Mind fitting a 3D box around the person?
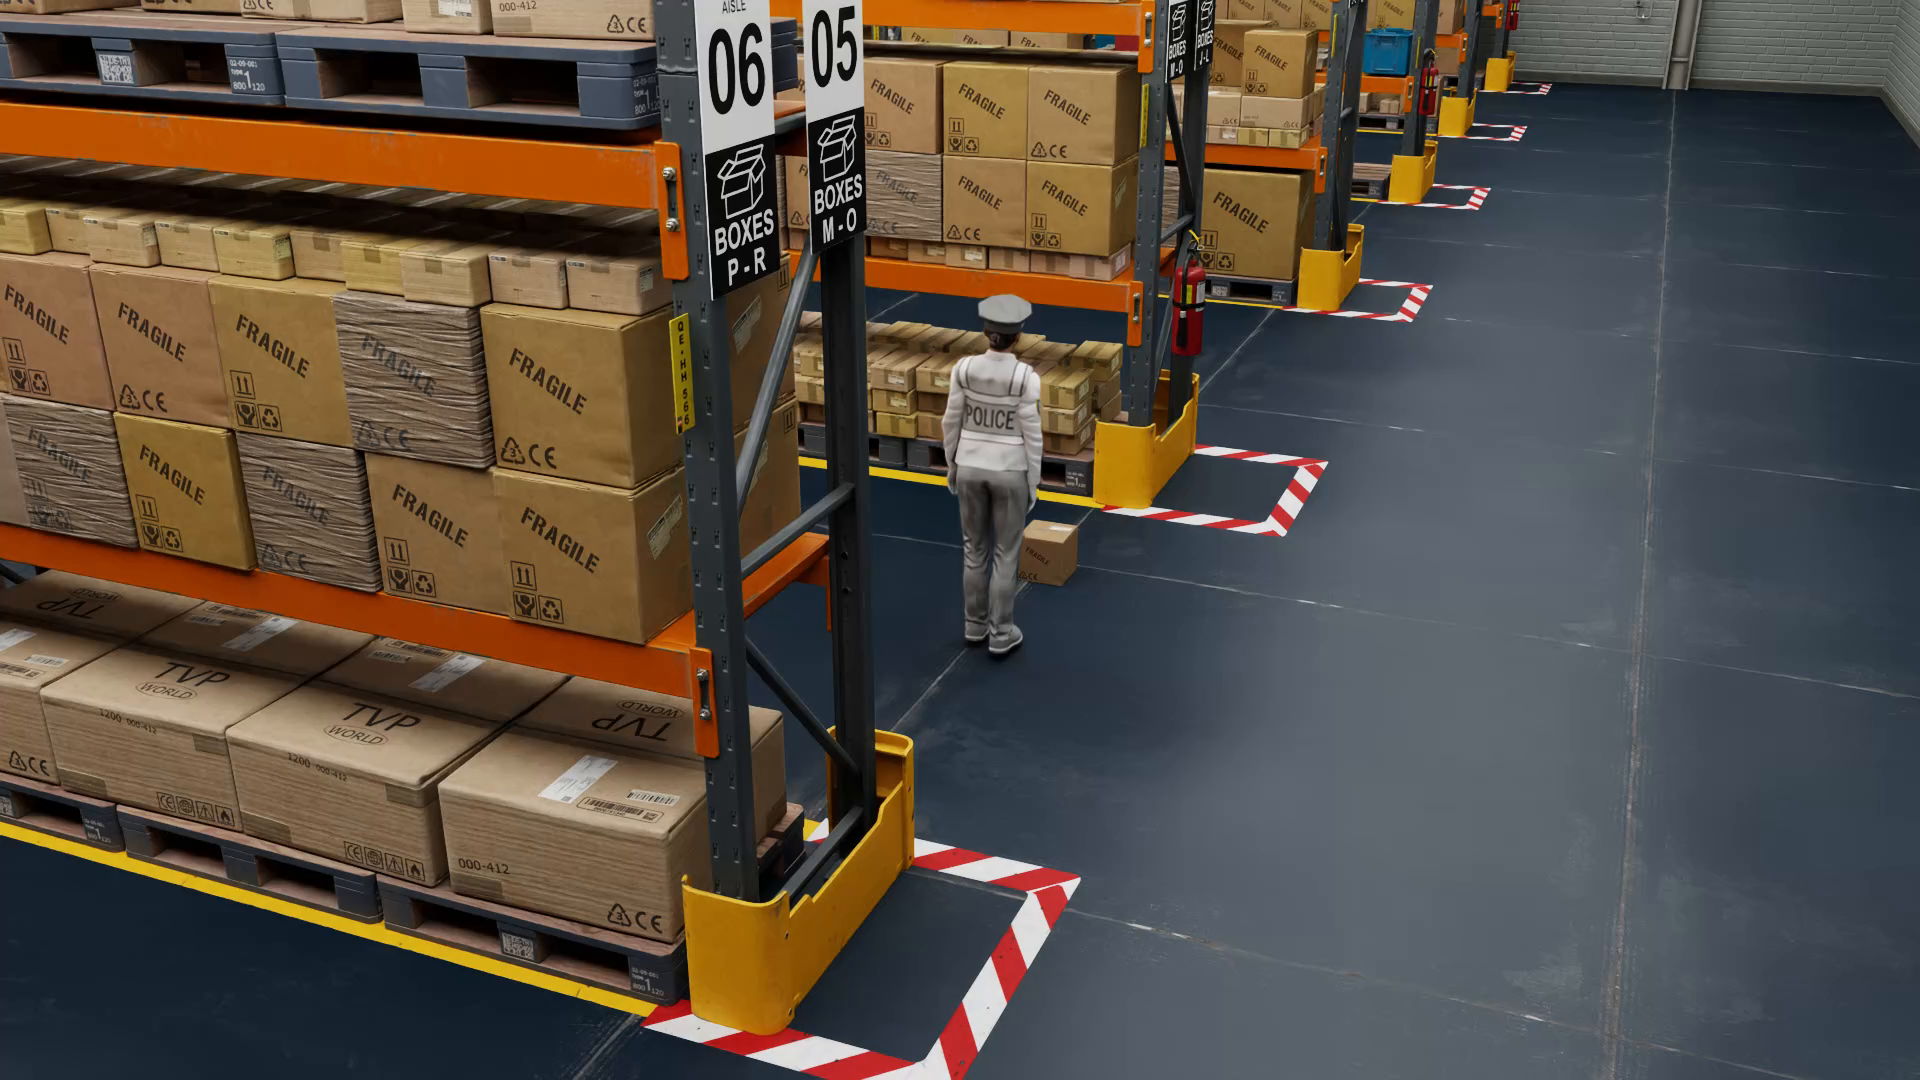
[{"bbox_3d":[0.145,-0.283,7.750,0.499,1.696,0.408,8,24,19],"label":"person"}]
